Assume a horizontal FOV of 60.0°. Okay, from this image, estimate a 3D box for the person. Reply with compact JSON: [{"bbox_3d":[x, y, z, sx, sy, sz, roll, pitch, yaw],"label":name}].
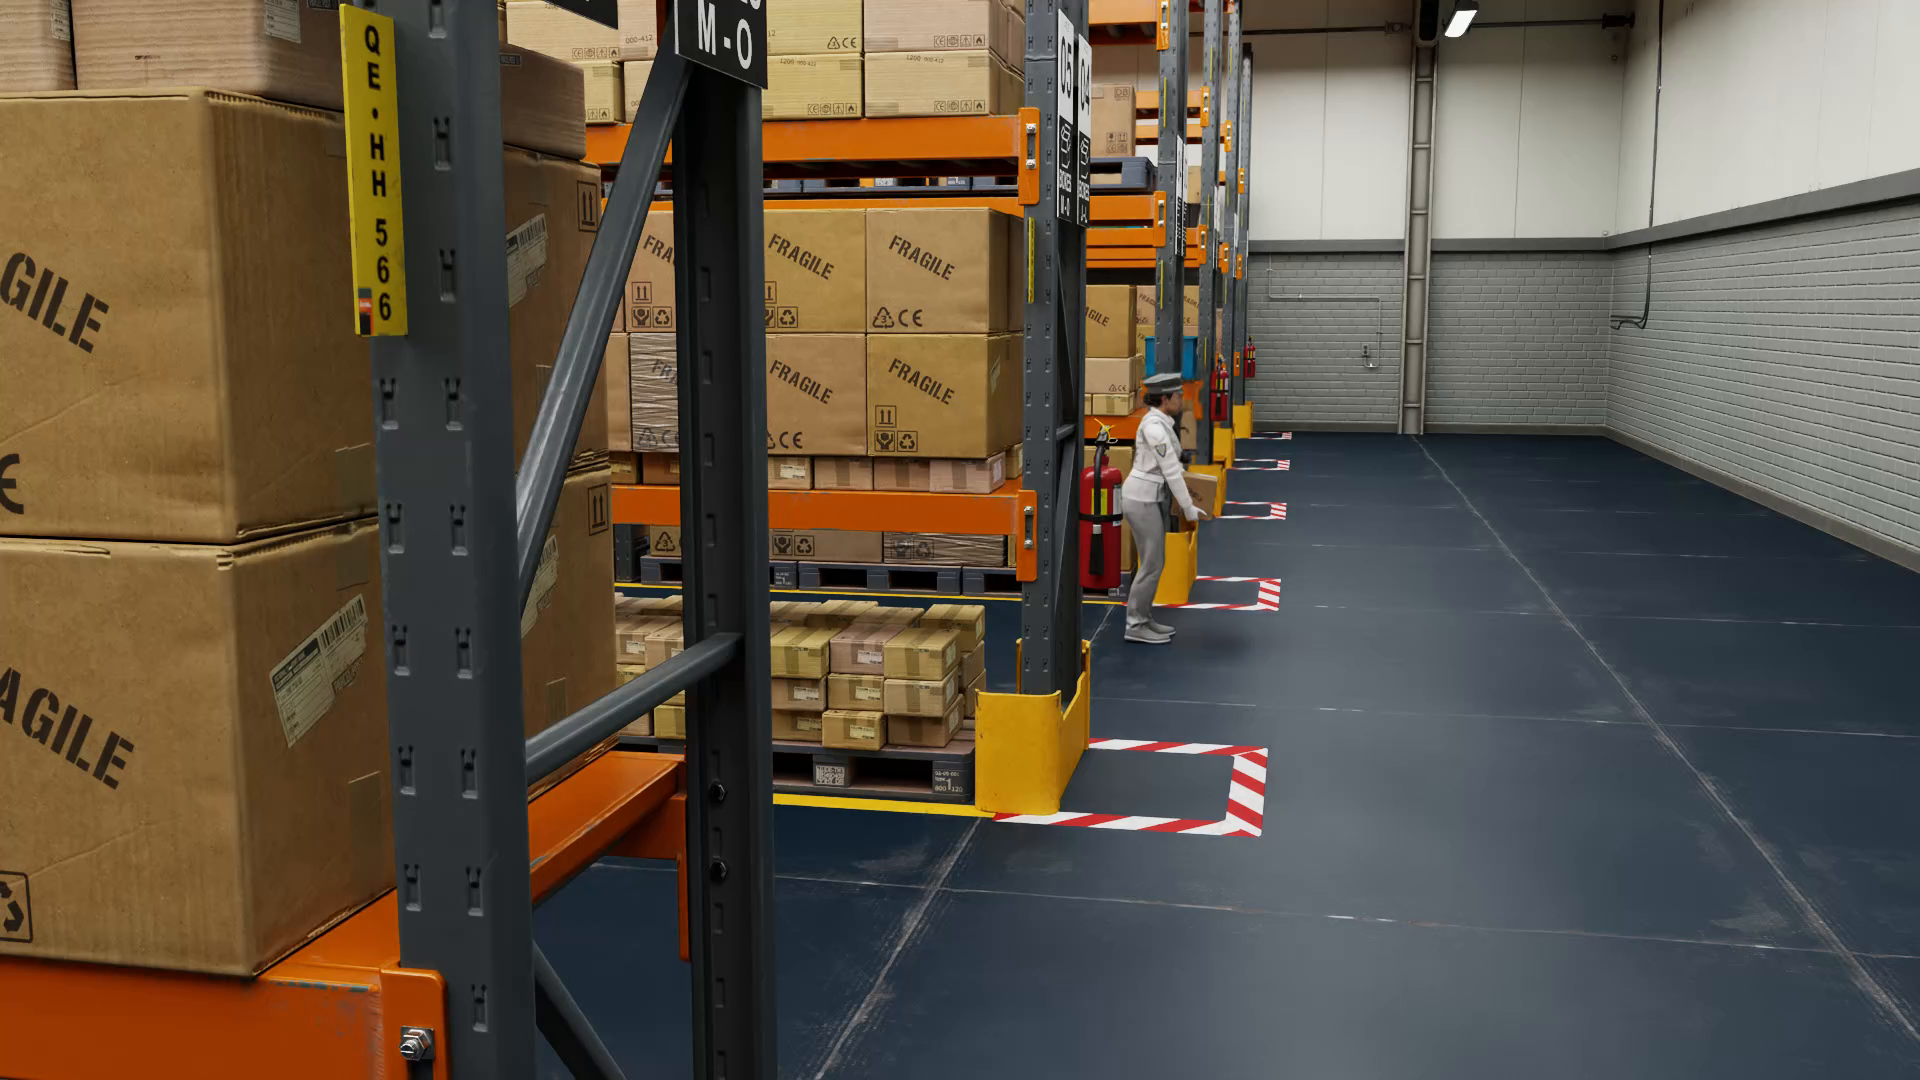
[{"bbox_3d":[1.257,-0.203,10.275,0.542,1.665,0.415,1,8,10],"label":"person"}]
